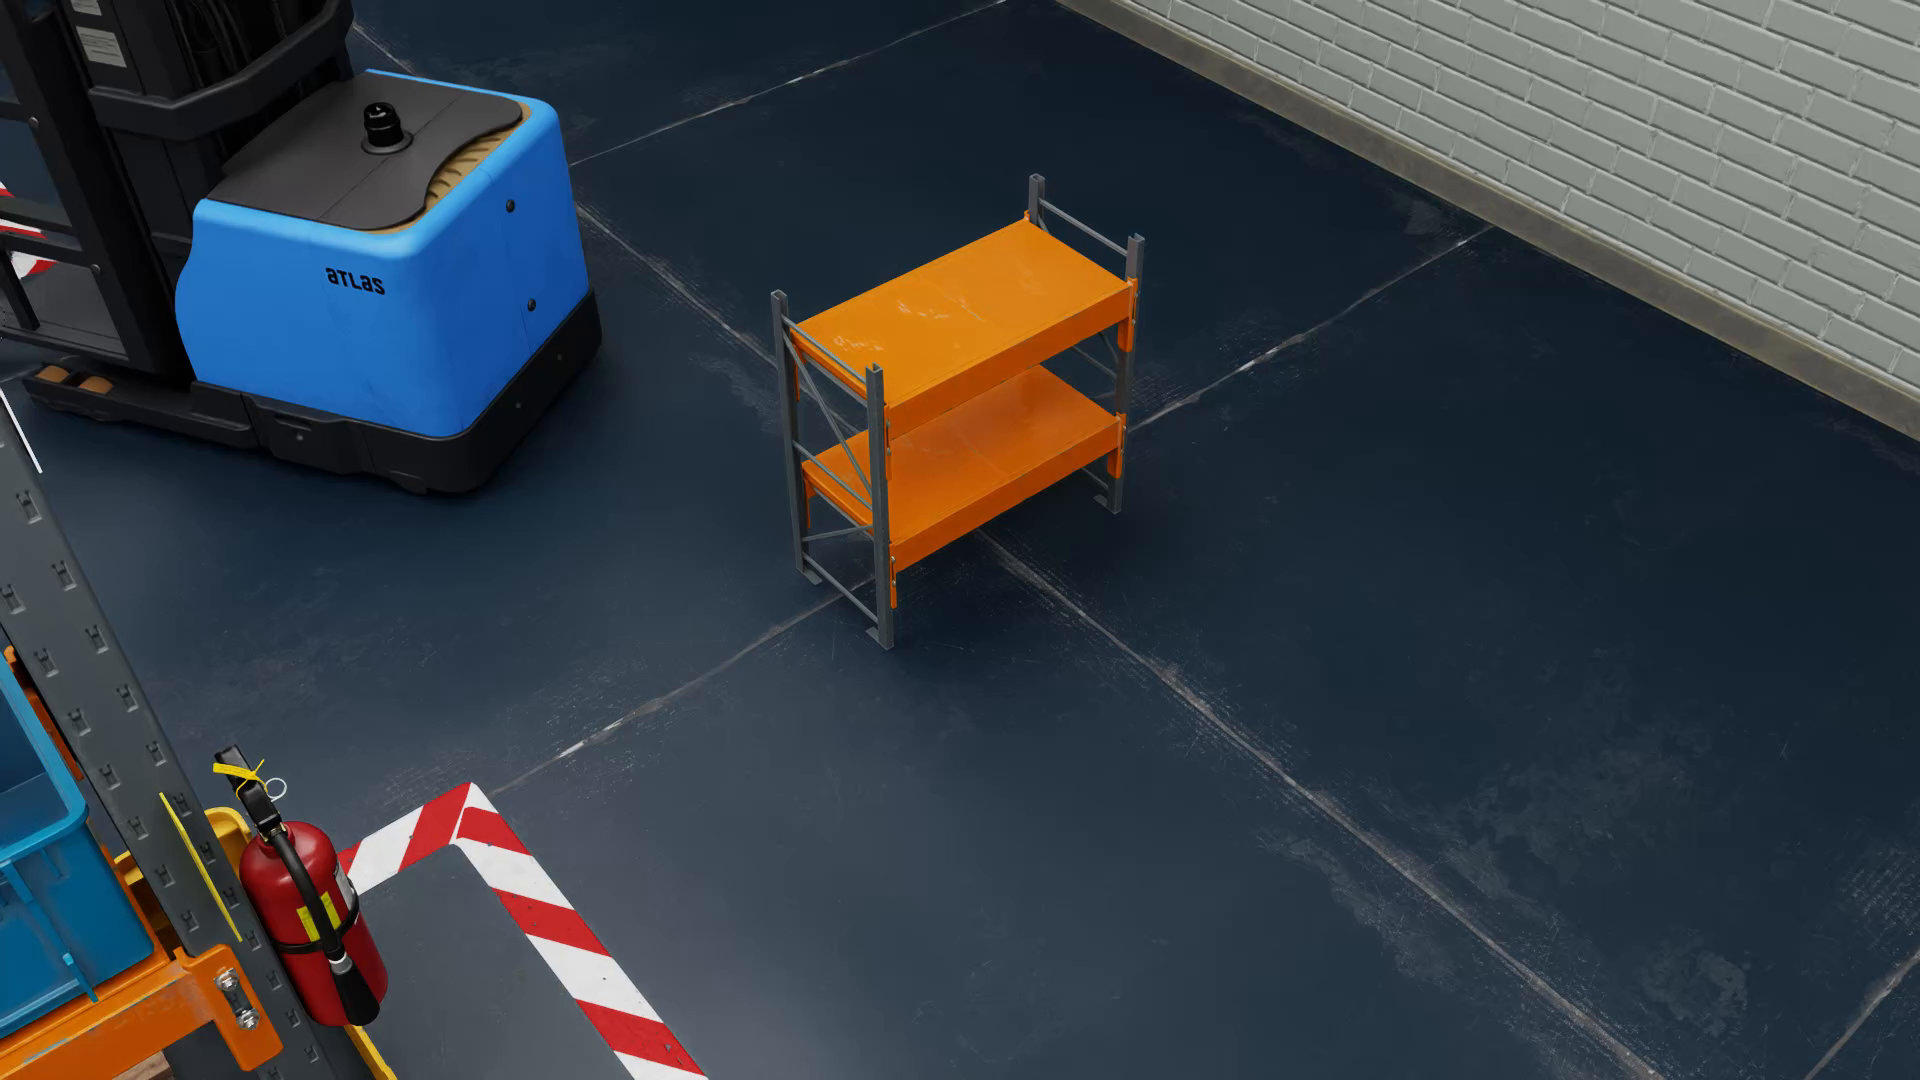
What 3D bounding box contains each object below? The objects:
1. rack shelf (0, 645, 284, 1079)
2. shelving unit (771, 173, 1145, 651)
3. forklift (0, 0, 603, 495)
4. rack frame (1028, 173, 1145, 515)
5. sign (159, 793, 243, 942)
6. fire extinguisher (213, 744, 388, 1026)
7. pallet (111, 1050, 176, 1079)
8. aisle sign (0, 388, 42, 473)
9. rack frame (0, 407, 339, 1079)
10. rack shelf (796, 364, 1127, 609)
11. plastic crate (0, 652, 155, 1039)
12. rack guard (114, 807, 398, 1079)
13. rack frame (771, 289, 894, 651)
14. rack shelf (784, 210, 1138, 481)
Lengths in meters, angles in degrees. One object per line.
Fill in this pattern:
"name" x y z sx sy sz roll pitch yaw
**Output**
"rack shelf" -3.194 1.481 2.507 4.000 0.370 1.077 -30 51 -28
"shelving unit" 0.005 -0.413 5.368 1.048 1.125 0.538 -30 51 -28
"forklift" -2.965 -1.840 5.568 3.031 2.935 1.130 13 45 14
"rack frame" 0.395 -0.636 5.606 0.032 1.125 0.500 -30 51 -28
"sign" -1.295 0.563 2.841 0.005 0.325 0.100 -30 51 -28
"fire extinguisher" -1.253 0.677 3.167 0.183 0.674 0.296 -30 51 -28
"pallet" -2.318 1.699 3.787 1.213 0.211 1.003 -30 51 -28
"aisle sign" -1.417 -0.485 2.176 0.004 0.787 0.394 -30 51 -28
"rack frame" -1.660 0.340 3.197 0.127 3.000 1.000 -30 51 -28
"rack shelf" 0.005 -0.235 5.535 1.000 0.278 0.538 -30 51 -28
"plastic crate" -1.797 0.551 2.903 0.499 0.435 0.616 -30 51 -28
"rack guard" -1.650 1.234 4.071 0.348 0.500 1.175 -30 51 -28
"rack frame" -0.385 -0.190 5.130 0.032 1.125 0.500 -30 51 -28
"rack shelf" 0.005 -0.626 5.168 1.000 0.278 0.538 -30 51 -28
